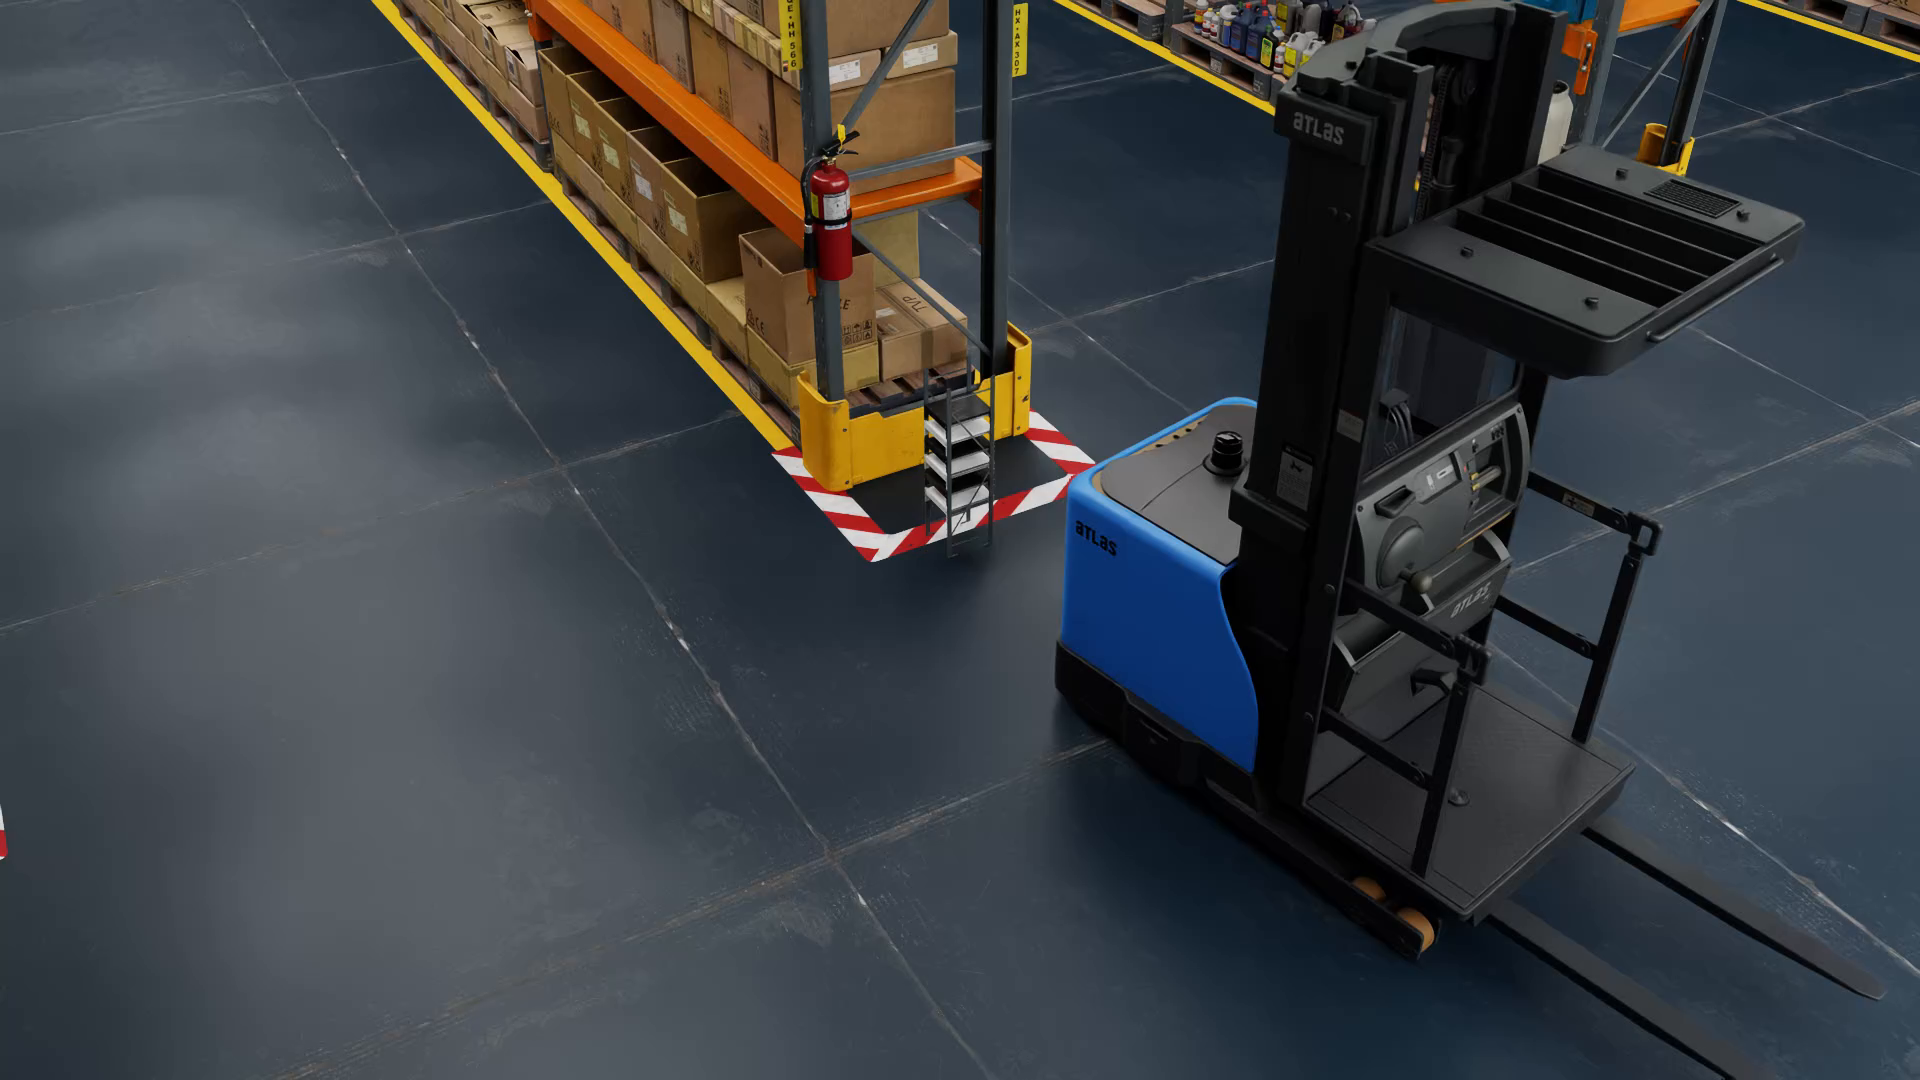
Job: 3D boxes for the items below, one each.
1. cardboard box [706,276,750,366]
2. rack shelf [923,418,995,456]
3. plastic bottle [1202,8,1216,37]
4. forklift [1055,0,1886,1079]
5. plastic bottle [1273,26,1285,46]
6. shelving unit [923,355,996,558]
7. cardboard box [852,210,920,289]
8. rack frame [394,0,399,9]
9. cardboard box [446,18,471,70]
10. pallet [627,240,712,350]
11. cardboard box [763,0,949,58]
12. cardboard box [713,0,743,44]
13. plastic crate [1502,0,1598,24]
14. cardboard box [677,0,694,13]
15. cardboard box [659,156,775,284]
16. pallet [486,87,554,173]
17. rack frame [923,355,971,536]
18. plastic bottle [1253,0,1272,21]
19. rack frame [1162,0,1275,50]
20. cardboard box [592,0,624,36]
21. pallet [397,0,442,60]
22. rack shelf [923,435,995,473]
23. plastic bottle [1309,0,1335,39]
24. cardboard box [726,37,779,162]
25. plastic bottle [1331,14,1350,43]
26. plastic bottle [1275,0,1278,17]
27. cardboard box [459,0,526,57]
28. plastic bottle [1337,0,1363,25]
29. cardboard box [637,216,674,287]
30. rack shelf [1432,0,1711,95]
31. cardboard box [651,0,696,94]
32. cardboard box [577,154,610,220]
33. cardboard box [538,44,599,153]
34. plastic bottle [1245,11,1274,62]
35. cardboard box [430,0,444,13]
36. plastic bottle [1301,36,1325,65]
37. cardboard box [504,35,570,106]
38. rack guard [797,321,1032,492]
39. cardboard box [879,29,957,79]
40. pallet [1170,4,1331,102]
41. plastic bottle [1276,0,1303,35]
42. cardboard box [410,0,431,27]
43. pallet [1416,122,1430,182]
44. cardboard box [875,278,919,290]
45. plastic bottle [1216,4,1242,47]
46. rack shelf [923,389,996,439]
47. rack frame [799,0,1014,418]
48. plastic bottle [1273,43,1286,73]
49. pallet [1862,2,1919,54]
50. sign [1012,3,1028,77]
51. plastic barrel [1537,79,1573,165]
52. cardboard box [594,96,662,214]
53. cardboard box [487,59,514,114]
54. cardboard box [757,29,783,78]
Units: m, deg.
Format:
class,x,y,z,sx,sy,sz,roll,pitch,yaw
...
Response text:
class,x,y,z,sx,sy,sz,roll,pitch,yaw
cardboard box,-1.011,-1.200,8.825,0.500,0.250,0.500,-19,40,-24
rack shelf,-0.004,-0.486,7.404,0.258,0.077,0.200,-19,40,-24
plastic bottle,1.883,-3.913,12.563,0.097,0.201,0.097,0,36,0
forklift,1.743,-0.083,5.378,1.130,2.935,3.031,-28,44,-32
plastic bottle,2.298,-3.590,12.063,0.097,0.271,0.097,0,36,0
shelving unit,-0.004,-0.367,7.490,0.258,0.900,0.210,-19,40,-24
cardboard box,-0.554,-1.659,8.818,0.500,0.500,0.500,-19,40,-24
rack frame,-4.244,-5.783,13.125,1.000,3.000,0.127,-19,40,-24
cardboard box,-3.458,-3.707,12.258,0.500,0.250,0.500,-18,40,-23
pallet,-1.254,-1.577,9.729,1.003,0.211,1.213,-19,40,-24
cardboard box,-0.475,-2.537,7.495,0.700,0.500,0.500,-19,40,-24
cardboard box,-0.967,-2.537,8.045,0.380,0.149,0.250,-18,40,-23
plastic crate,3.550,-3.276,9.818,0.499,0.251,0.616,-19,40,-24
cardboard box,-1.233,-2.804,8.411,0.380,0.149,0.250,-18,40,-23
cardboard box,-1.266,-1.756,8.951,0.500,0.500,0.500,-19,40,-24
pallet,-2.638,-2.982,11.653,1.003,0.211,1.213,-19,40,-24
rack frame,-0.055,-0.419,7.561,0.240,0.900,0.006,-19,40,-24
plastic bottle,2.222,-3.825,12.317,0.144,0.351,0.185,-19,40,-24
rack frame,2.051,-5.209,12.339,1.000,3.000,0.127,-19,40,-24
cardboard box,-1.735,-3.292,9.630,0.700,0.500,0.500,-19,40,-24
pallet,-3.864,-4.226,13.357,1.003,0.211,1.213,-19,40,-24
rack shelf,-0.004,-0.413,7.457,0.258,0.077,0.200,-19,40,-24
plastic bottle,2.720,-3.976,12.524,0.144,0.351,0.185,-21,41,-26
cardboard box,-0.716,-2.252,8.206,0.700,0.500,0.500,-18,40,-23
plastic bottle,2.806,-3.741,12.259,0.061,0.283,0.133,-19,40,-24
plastic bottle,2.502,-4.164,12.908,0.097,0.201,0.097,0,36,0
cardboard box,-3.201,-3.669,11.730,0.500,0.311,0.500,-19,40,-24
plastic bottle,2.882,-3.812,12.298,0.144,0.351,0.185,-19,40,-24
cardboard box,-1.513,-1.710,9.523,0.500,0.250,0.500,-19,40,-24
rack shelf,3.055,-3.899,11.155,1.077,0.370,4.000,-19,40,-24
cardboard box,-1.228,-2.774,8.921,0.700,0.500,0.500,-18,40,-23
cardboard box,-2.017,-2.220,10.221,0.500,0.250,0.500,-19,40,-24
cardboard box,-2.272,-2.776,10.347,0.500,0.500,0.500,-19,40,-24
plastic bottle,2.192,-3.686,12.127,0.144,0.351,0.185,-21,41,-26
cardboard box,-3.709,-4.189,12.442,0.500,0.311,0.500,-20,41,-25
plastic bottle,2.499,-3.375,11.700,0.144,0.351,0.185,-17,40,-22
cardboard box,-2.686,-3.151,11.020,0.500,0.311,0.500,-19,40,-24
rack guard,-0.212,-0.682,8.260,1.175,0.500,0.348,-19,40,-24
cardboard box,-0.235,-2.270,7.680,0.380,0.149,0.250,-19,40,-24
pallet,2.352,-3.728,12.676,1.003,0.211,1.213,-19,40,-24
plastic bottle,2.499,-4.031,12.599,0.144,0.351,0.185,-19,40,-24
cardboard box,-3.981,-4.232,12.977,0.500,0.250,0.500,-20,41,-25
pallet,3.578,-2.484,10.972,1.003,0.211,1.213,-19,40,-24
cardboard box,-0.556,-1.356,9.039,0.500,0.250,0.500,-19,40,-24
plastic bottle,2.018,-3.838,12.398,0.152,0.276,0.135,-17,40,-22
rack shelf,-0.004,-0.559,7.350,0.258,0.077,0.200,-19,40,-24
rack frame,-0.225,-1.704,7.539,1.000,3.000,0.127,-19,40,-24
plastic bottle,2.314,-3.475,11.964,0.097,0.201,0.097,0,36,0
pallet,7.927,-3.975,13.013,1.003,0.211,1.213,-19,40,-24
sign,0.258,-2.246,7.481,0.100,0.325,0.005,-19,40,-24
plastic barrel,3.663,-2.647,10.585,0.421,0.512,0.421,0,36,0
cardboard box,-1.769,-2.266,9.649,0.500,0.500,0.500,-19,40,-24
cardboard box,-2.946,-3.187,11.545,0.500,0.250,0.500,-20,40,-25
cardboard box,-0.714,-2.277,7.690,0.380,0.149,0.250,-18,40,-23
